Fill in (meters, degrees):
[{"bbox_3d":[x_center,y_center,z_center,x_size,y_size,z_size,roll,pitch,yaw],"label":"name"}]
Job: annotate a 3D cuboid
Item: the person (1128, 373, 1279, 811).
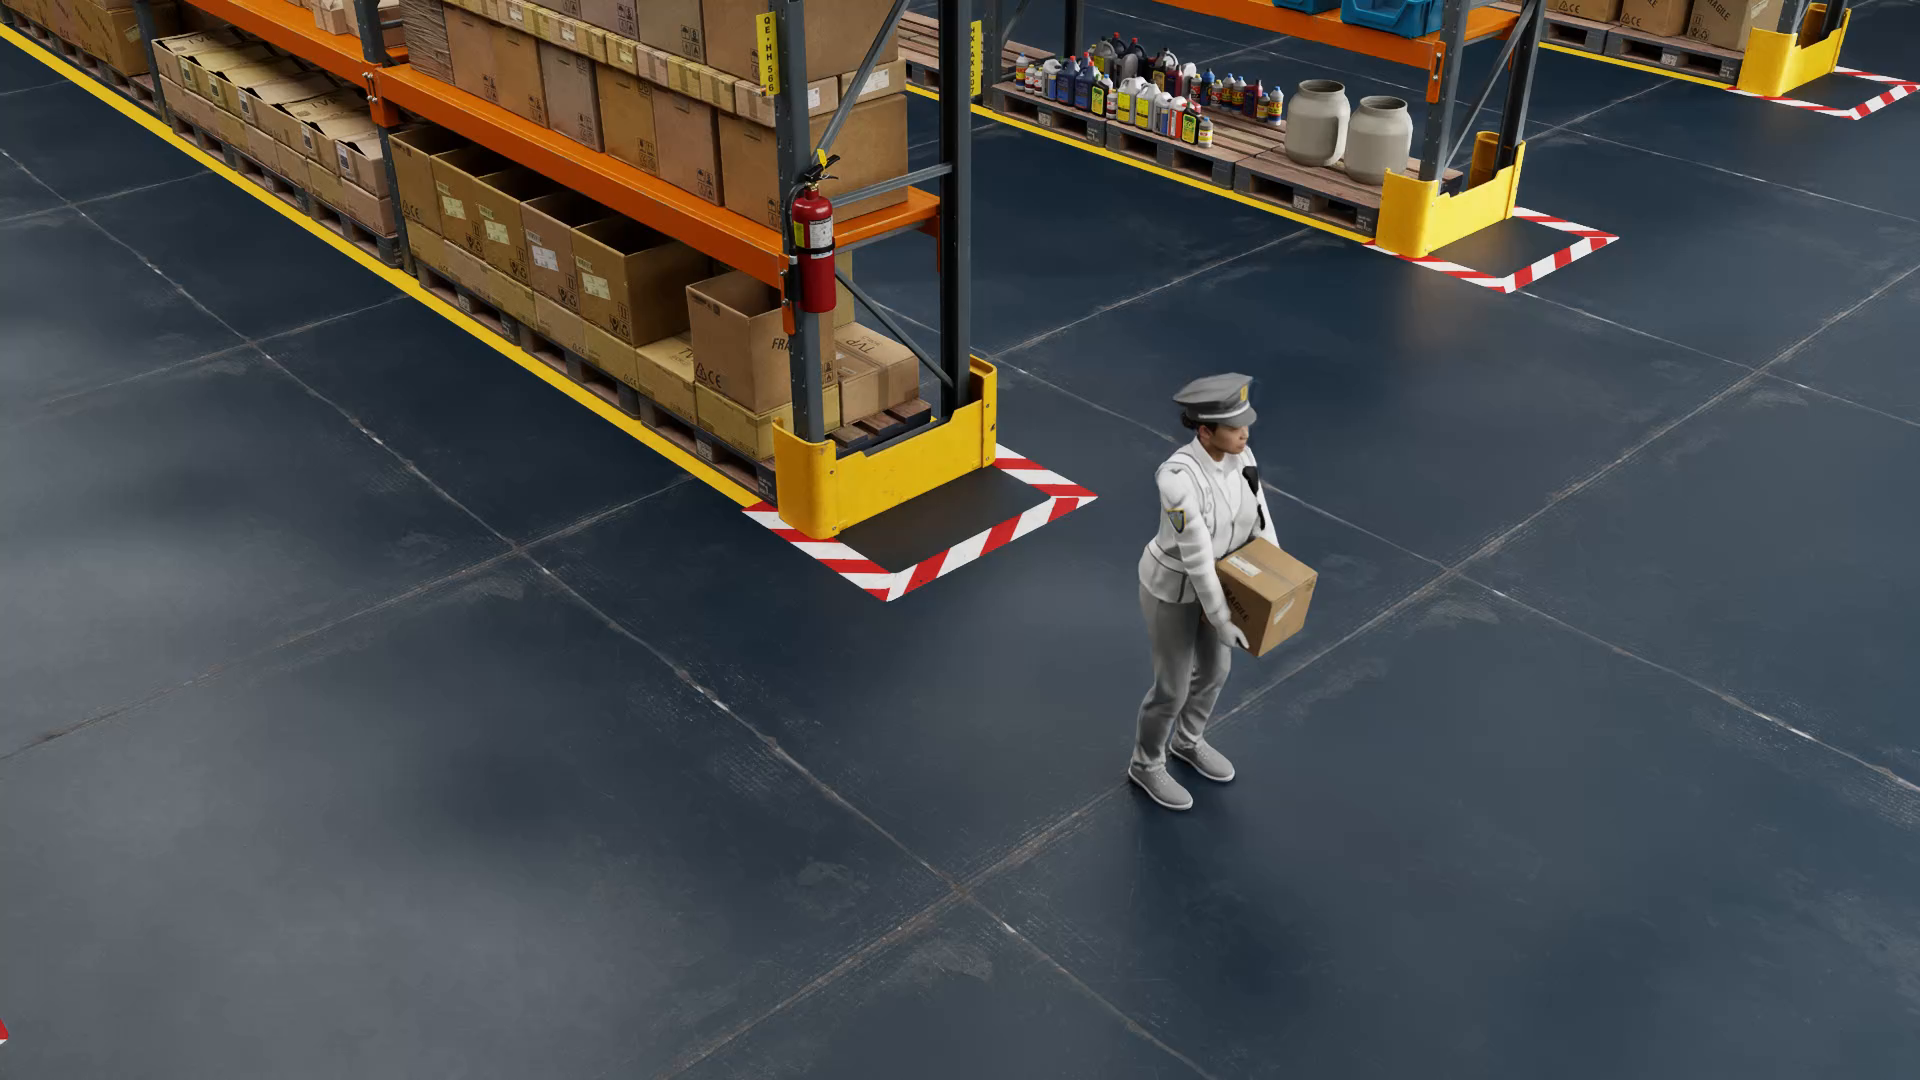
[{"bbox_3d":[0.887,0.205,5.798,0.417,1.682,0.528,-27,41,-36],"label":"person"}]
